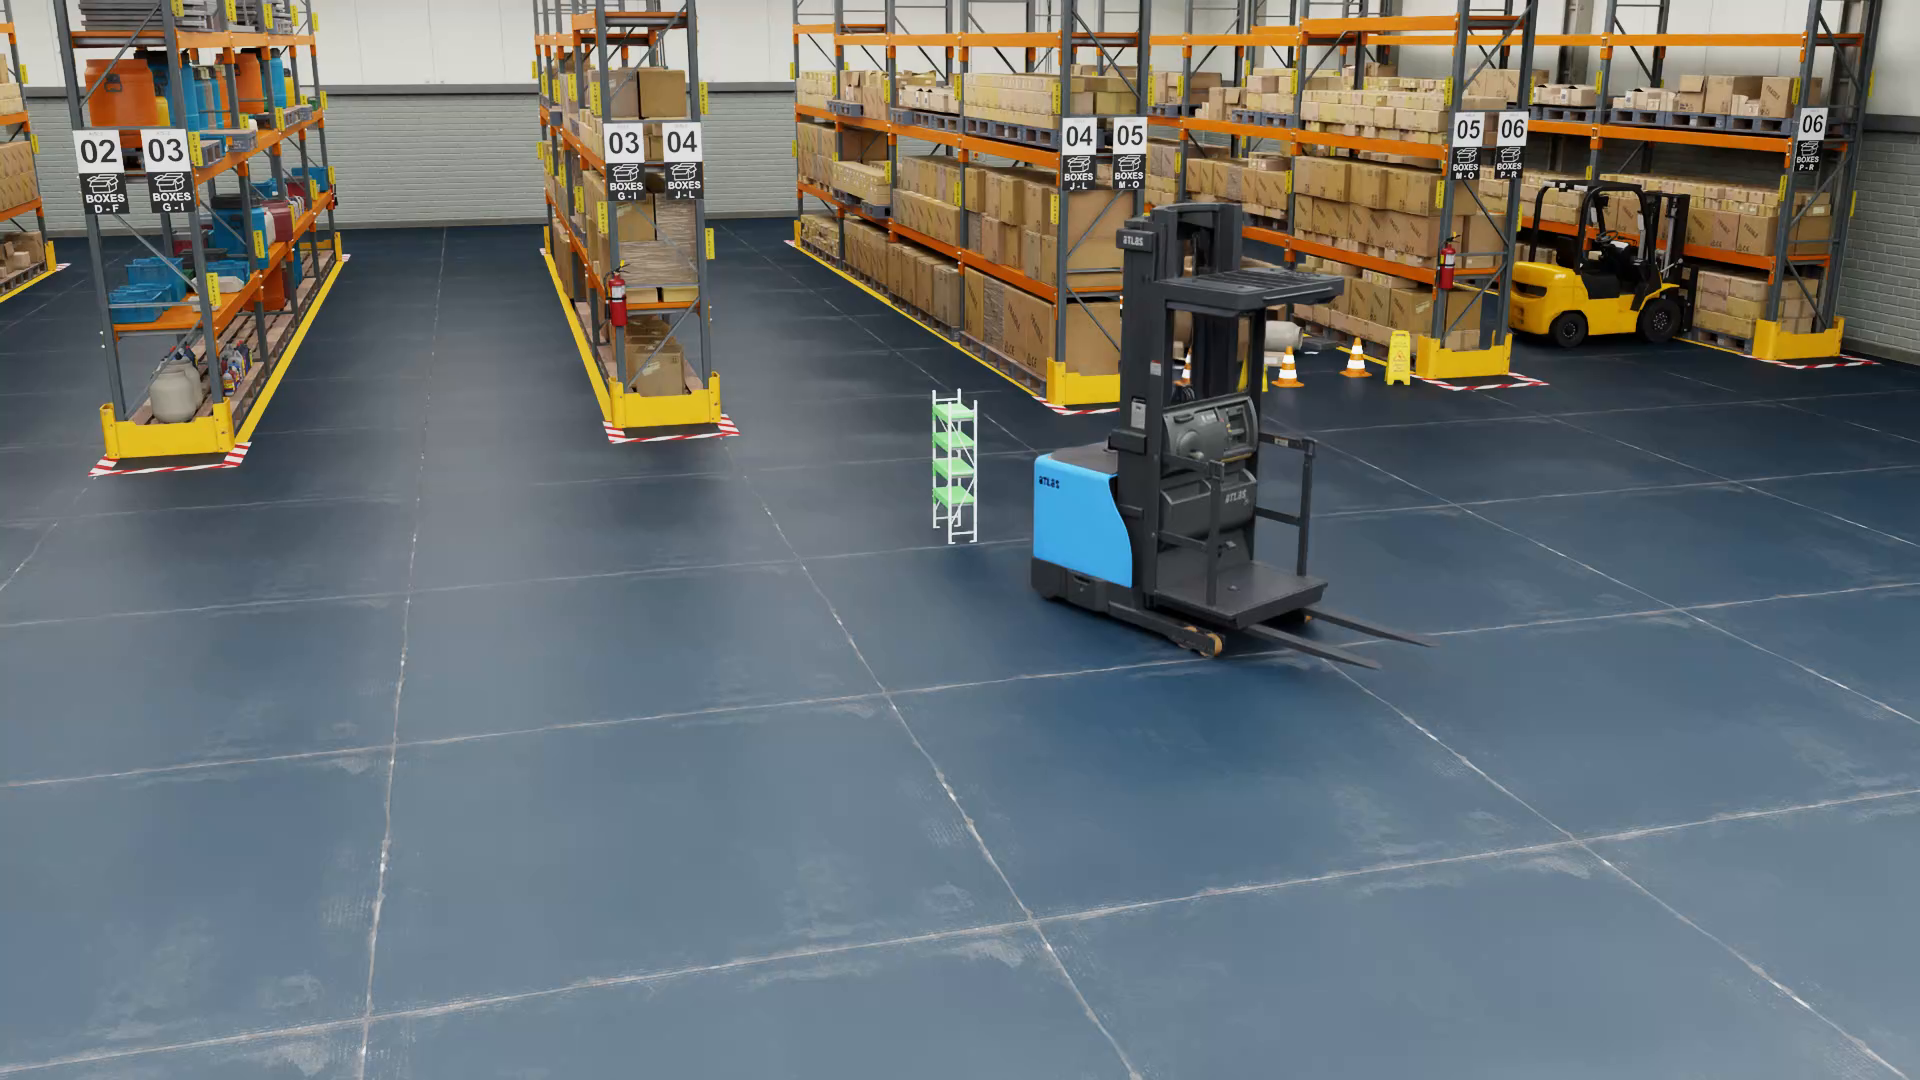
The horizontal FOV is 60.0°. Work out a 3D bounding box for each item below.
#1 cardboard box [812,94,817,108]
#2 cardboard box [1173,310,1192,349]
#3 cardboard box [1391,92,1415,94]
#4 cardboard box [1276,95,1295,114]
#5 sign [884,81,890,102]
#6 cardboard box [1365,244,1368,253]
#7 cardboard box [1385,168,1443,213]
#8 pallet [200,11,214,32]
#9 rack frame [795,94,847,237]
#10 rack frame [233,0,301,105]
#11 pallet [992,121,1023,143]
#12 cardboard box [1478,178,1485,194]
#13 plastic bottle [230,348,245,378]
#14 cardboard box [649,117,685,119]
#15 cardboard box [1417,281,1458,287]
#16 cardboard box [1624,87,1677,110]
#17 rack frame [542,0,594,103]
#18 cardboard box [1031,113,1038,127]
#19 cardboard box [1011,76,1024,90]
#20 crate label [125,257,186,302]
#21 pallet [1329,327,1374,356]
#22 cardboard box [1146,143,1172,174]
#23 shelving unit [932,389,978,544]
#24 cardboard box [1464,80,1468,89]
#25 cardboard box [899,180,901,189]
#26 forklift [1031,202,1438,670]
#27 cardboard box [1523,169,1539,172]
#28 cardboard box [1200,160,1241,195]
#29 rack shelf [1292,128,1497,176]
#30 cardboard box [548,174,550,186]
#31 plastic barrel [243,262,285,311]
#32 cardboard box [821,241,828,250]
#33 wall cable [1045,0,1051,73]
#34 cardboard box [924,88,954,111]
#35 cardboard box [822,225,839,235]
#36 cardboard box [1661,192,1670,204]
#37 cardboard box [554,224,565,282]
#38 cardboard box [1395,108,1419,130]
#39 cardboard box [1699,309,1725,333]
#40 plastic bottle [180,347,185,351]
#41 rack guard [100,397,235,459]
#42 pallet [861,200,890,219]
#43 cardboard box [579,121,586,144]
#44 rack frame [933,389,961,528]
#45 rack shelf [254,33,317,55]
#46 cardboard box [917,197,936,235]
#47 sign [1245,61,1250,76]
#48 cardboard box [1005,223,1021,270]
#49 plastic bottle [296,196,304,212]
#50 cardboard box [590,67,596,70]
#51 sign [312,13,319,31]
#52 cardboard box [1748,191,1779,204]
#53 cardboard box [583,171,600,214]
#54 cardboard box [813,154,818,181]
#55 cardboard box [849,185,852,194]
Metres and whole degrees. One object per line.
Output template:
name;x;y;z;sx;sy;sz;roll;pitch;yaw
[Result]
cardboard box;-2.501;-8.292;31.390;0.500;0.250;0.500;-5;17;-16
cardboard box;3.142;-2.910;22.528;0.797;0.637;0.503;-5;17;-15
cardboard box;5.943;-5.877;22.140;0.380;0.149;0.250;-4;17;-15
cardboard box;4.925;-6.319;24.091;0.500;0.250;0.500;-5;17;-16
sign;-1.129;-6.932;25.703;0.100;0.325;0.005;-5;17;-15
cardboard box;5.614;-3.887;22.115;0.380;0.149;0.250;-5;17;-15
cardboard box;5.842;-4.430;21.058;0.700;0.500;0.500;-5;17;-15
pallet;-8.474;-5.455;17.494;1.003;0.211;1.213;-5;17;-15
rack frame;-2.805;-7.503;33.716;1.000;3.000;0.127;-5;17;-15
rack frame;-11.265;-8.514;26.654;1.000;3.000;0.127;-5;17;-15
pallet;1.039;-5.014;20.370;1.003;0.211;1.213;-5;17;-15
cardboard box;8.920;-5.990;28.071;0.500;0.250;0.500;-4;17;-14
plastic bottle;-8.471;-2.072;19.476;0.144;0.351;0.185;-5;17;-16
cardboard box;-3.230;-4.584;18.351;0.380;0.149;0.250;-4;17;-13
cardboard box;6.213;-3.136;21.923;0.500;0.500;0.500;-5;18;-17
cardboard box;9.990;-6.390;24.048;0.500;0.311;0.500;-4;17;-14
rack frame;-6.502;-8.906;27.957;1.000;3.000;0.127;-5;17;-15
cardboard box;1.035;-4.848;19.198;0.380;0.149;0.250;-4;17;-14
cardboard box;0.824;-5.443;19.790;0.380;0.149;0.250;-5;17;-16
crate label;-8.733;-2.826;18.085;0.502;0.435;0.616;-5;17;-15
pallet;5.782;-2.746;22.728;1.003;0.211;1.213;-5;17;-15
cardboard box;3.453;-6.638;28.924;0.500;0.500;0.500;-5;17;-15
shelving unit;-0.045;-0.620;13.932;0.258;1.200;0.503;-5;17;-15
cardboard box;9.020;-7.997;29.198;0.380;0.149;0.250;-5;17;-15
cardboard box;-0.836;-5.950;27.736;0.380;0.149;0.250;-5;17;-15
forklift;1.887;-0.768;11.414;1.130;2.935;3.031;-14;22;-39
cardboard box;9.504;-6.107;27.766;0.380;0.149;0.250;-5;17;-16
cardboard box;4.176;-5.815;26.674;0.500;0.500;0.500;-4;17;-12
rack shelf;5.774;-5.142;21.892;1.077;0.370;4.000;-5;17;-15
cardboard box;-7.297;-6.629;30.550;0.500;0.250;0.500;-5;17;-16
plastic barrel;-10.316;-3.830;24.531;0.600;0.830;0.708;-5;17;-15
cardboard box;-2.426;-5.600;31.607;0.380;0.149;0.250;-5;17;-15
wall cable;3.505;-12.633;40.301;2.988;3.039;0.133;-5;17;-15
cardboard box;-0.200;-6.294;23.729;0.500;0.311;0.500;-5;18;-17
cardboard box;-2.397;-5.876;31.493;0.380;0.149;0.250;-6;18;-18
cardboard box;10.155;-4.890;23.715;0.380;0.149;0.250;-5;18;-17
cardboard box;-6.061;-4.793;27.659;1.225;0.875;0.875;-5;18;-17
cardboard box;5.800;-5.264;20.793;0.500;0.250;0.500;-5;17;-16
cardboard box;10.535;-3.018;22.833;0.500;0.250;0.500;-5;17;-15
plastic bottle;-9.400;-2.209;20.070;0.097;0.271;0.097;0;17;0
rack guard;-8.033;-1.142;16.884;1.175;0.500;0.348;-5;17;-15
pallet;-0.905;-5.387;27.005;1.213;0.211;1.003;-5;17;-15
cardboard box;-4.426;-5.040;20.562;0.500;0.250;0.500;-5;18;-17
rack frame;-0.113;-0.688;14.157;0.240;1.200;0.015;-5;17;-15
rack shelf;-11.814;-8.531;28.656;1.077;0.370;4.000;-5;17;-15
cardboard box;-0.327;-4.775;24.459;0.500;0.500;0.500;-5;17;-16
sign;6.177;-10.128;35.722;0.100;0.325;0.005;-5;17;-15
cardboard box;1.056;-3.707;20.817;0.875;0.550;0.500;-5;17;-15
plastic bottle;-10.846;-5.498;27.257;0.152;0.276;0.135;-5;17;-15
cardboard box;-6.926;-8.283;30.020;0.700;0.500;0.500;-4;17;-13
sign;-11.839;-9.514;30.543;0.100;0.325;0.005;-5;17;-15
cardboard box;10.697;-4.539;22.031;0.380;0.149;0.250;-5;17;-15
cardboard box;-4.425;-4.344;20.771;0.500;0.500;0.500;-5;17;-15
cardboard box;-2.507;-7.124;31.765;0.500;0.500;0.500;-5;17;-17
cardboard box;-1.676;-5.971;28.324;0.380;0.149;0.250;-5;17;-16
